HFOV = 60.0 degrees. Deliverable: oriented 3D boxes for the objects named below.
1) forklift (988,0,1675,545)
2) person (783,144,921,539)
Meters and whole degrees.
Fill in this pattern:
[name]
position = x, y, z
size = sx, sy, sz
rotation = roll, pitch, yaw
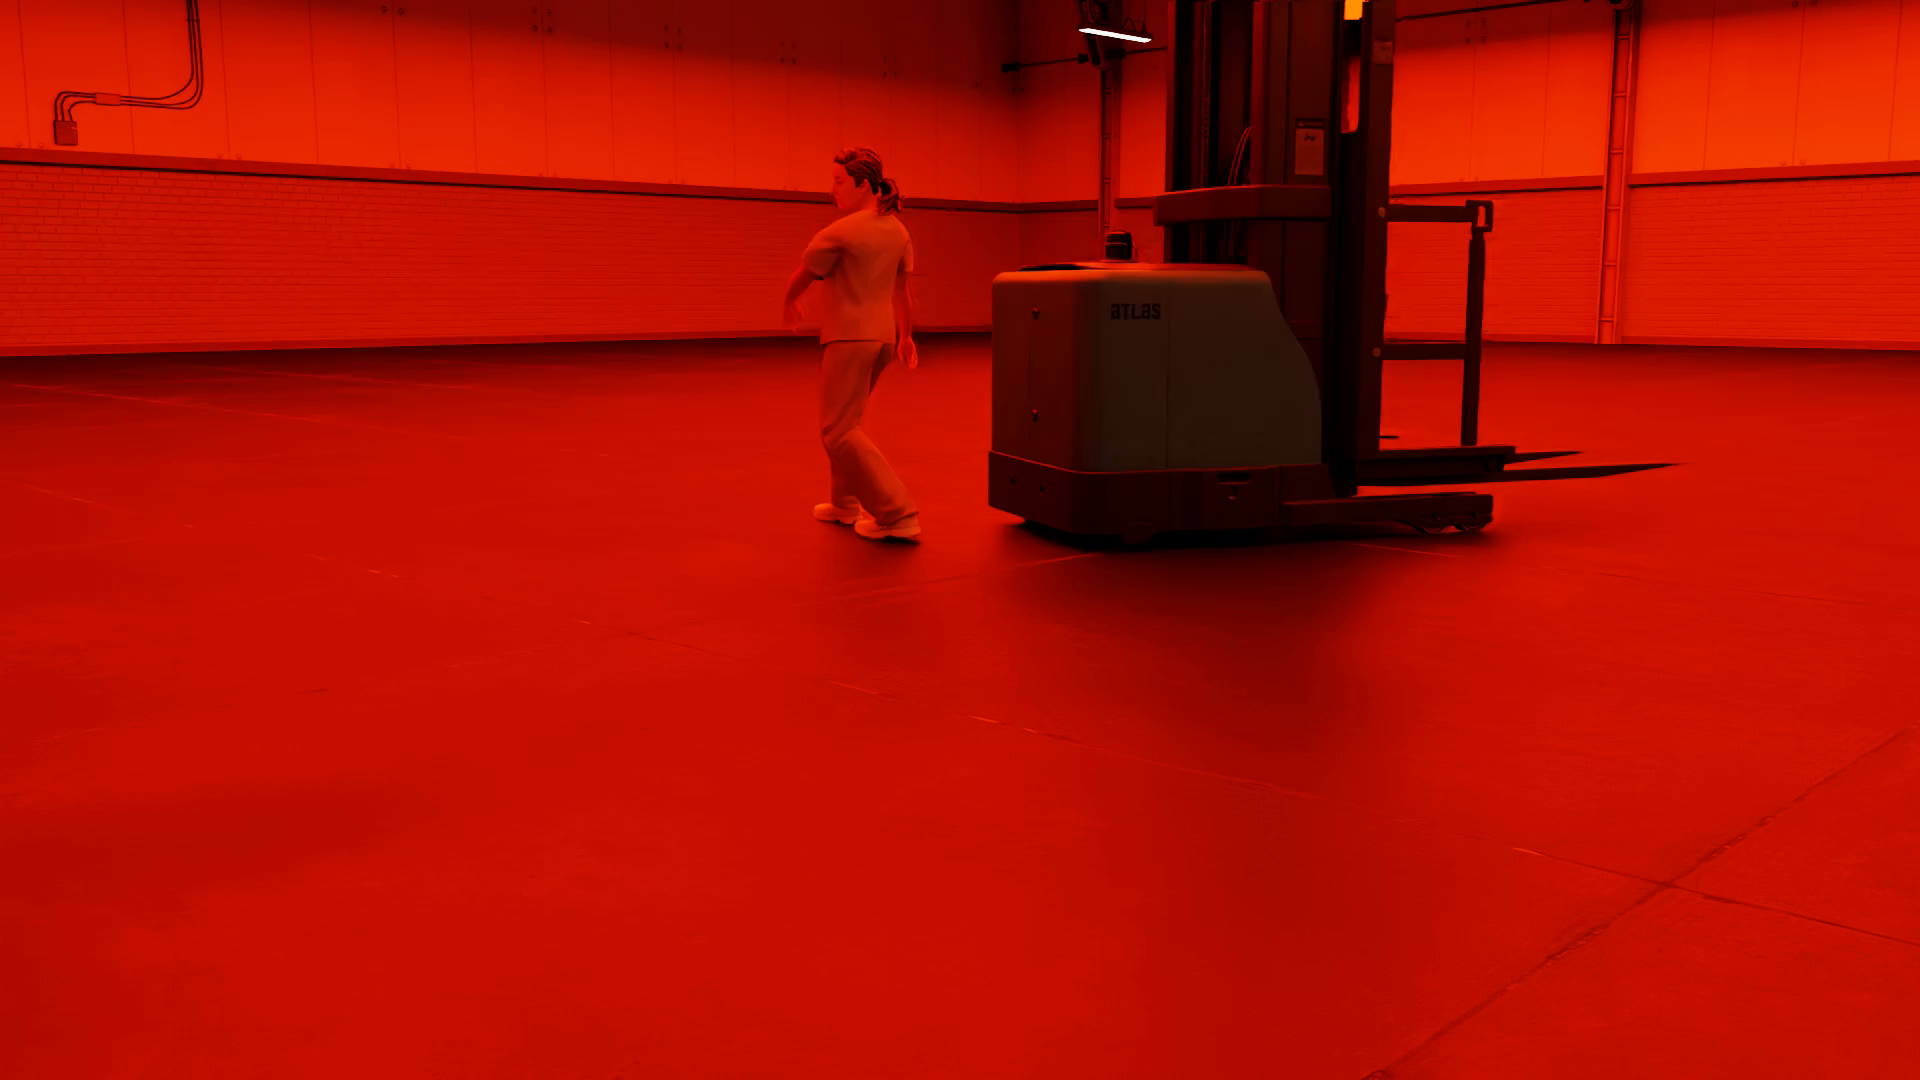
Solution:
[forklift]
position = 1.695, -1.542, 7.115
size = 3.031, 2.935, 1.130
rotation = -3, 9, -20
[person]
position = -0.399, -0.824, 6.908
size = 0.759, 1.578, 0.614
rotation = 5, 10, 28
